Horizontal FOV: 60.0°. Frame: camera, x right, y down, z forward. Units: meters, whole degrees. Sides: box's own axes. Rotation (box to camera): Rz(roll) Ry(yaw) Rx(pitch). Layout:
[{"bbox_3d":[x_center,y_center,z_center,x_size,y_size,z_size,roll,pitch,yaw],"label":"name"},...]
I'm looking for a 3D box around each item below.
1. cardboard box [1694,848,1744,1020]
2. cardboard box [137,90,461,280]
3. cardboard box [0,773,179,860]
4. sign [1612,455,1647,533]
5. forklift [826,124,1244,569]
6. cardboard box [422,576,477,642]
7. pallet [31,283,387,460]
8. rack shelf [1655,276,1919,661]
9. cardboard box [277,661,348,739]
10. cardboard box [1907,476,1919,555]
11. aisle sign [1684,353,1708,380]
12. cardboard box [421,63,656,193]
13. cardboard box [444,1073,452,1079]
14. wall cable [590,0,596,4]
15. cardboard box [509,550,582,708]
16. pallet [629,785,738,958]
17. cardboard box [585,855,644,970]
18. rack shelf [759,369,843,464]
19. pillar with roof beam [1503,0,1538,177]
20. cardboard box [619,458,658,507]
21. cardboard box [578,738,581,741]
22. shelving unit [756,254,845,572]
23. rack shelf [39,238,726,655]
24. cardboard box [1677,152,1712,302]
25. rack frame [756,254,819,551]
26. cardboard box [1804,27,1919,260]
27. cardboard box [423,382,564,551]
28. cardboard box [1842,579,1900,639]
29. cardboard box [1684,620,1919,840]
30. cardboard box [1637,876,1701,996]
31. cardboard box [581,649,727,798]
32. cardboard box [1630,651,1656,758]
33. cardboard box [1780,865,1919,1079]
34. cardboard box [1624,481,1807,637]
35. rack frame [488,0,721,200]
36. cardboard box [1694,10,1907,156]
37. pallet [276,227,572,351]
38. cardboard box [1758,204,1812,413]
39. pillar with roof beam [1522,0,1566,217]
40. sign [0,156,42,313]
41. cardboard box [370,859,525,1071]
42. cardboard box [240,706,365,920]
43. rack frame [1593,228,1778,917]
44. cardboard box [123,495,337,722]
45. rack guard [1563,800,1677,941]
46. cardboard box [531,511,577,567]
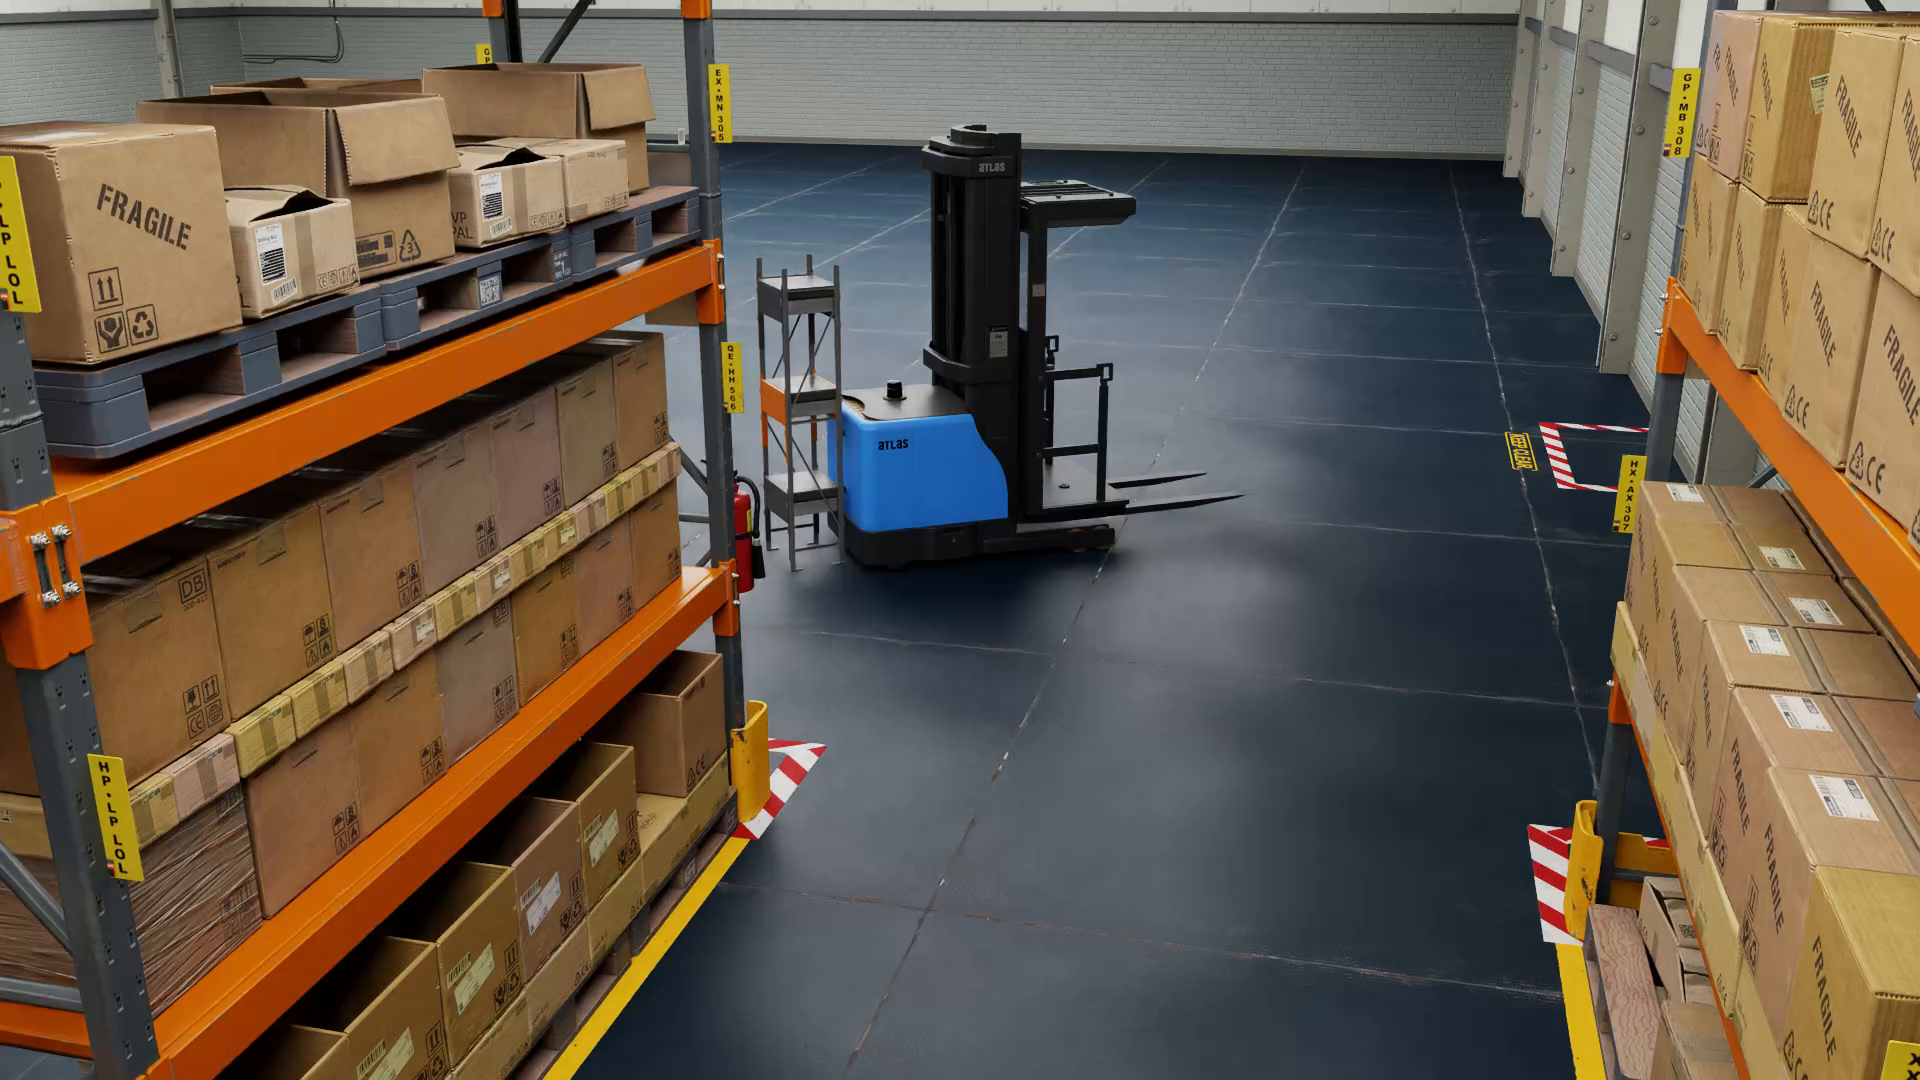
[{"bbox_3d":[2.330,1.096,4.540,0.500,0.250,0.500,5,19,13],"label":"cardboard box"},{"bbox_3d":[-2.009,-1.108,5.126,0.797,0.503,0.637,7,20,19],"label":"cardboard box"},{"bbox_3d":[-2.280,0.708,4.316,0.380,0.149,0.250,5,19,13],"label":"cardboard box"},{"bbox_3d":[2.722,-0.185,6.750,0.100,0.325,0.005,5,19,13],"label":"sign"},{"bbox_3d":[0.595,-1.454,11.910,3.031,2.935,1.130,-6,20,-18],"label":"forklift"},{"bbox_3d":[-1.905,0.222,5.739,0.380,0.149,0.250,4,19,13],"label":"cardboard box"},{"bbox_3d":[-2.350,-0.516,4.554,1.003,0.211,1.213,5,19,13],"label":"pallet"},{"bbox_3d":[2.759,-0.185,4.560,1.077,0.370,4.000,5,19,13],"label":"rack shelf"},{"bbox_3d":[-2.095,0.466,5.025,0.380,0.149,0.250,4,19,13],"label":"cardboard box"},{"bbox_3d":[2.155,-0.134,3.112,0.500,0.500,0.500,5,20,15],"label":"cardboard box"},{"bbox_3d":[2.975,-1.009,6.479,0.394,0.787,0.004,5,19,13],"label":"aisle sign"},{"bbox_3d":[-1.701,-1.676,6.788,0.797,0.503,0.637,6,20,17],"label":"cardboard box"},{"bbox_3d":[-1.999,1.956,5.425,0.500,0.250,0.500,5,19,13],"label":"cardboard box"},{"bbox_3d":[-8.096,-15.848,39.403,2.305,6.003,0.169,5,19,13],"label":"wall cable"},{"bbox_3d":[-1.933,0.295,6.527,0.700,0.500,0.500,5,19,14],"label":"cardboard box"},{"bbox_3d":[-1.703,1.440,7.645,1.003,0.211,1.213,5,19,13],"label":"pallet"},{"bbox_3d":[-1.632,1.486,6.801,0.500,0.250,0.500,5,19,13],"label":"cardboard box"},{"bbox_3d":[-1.098,-0.862,11.501,0.431,0.518,0.480,-9,21,-25],"label":"rack shelf"},{"bbox_3d":[7.071,-12.027,33.477,9.100,9.000,0.400,5,19,13],"label":"pillar with roof beam"},{"bbox_3d":[-1.528,-0.260,7.150,0.380,0.149,0.250,5,20,15],"label":"cardboard box"},{"bbox_3d":[-1.903,1.130,7.842,0.500,0.250,0.500,5,19,13],"label":"cardboard box"},{"bbox_3d":[-1.098,-0.875,11.496,0.431,2.100,0.503,-9,21,-25],"label":"shelving unit"},{"bbox_3d":[-2.045,-0.575,5.702,1.077,0.370,4.000,5,19,13],"label":"rack shelf"},{"bbox_3d":[2.924,-1.124,6.011,0.500,0.500,0.500,5,20,15],"label":"cardboard box"},{"bbox_3d":[-1.207,-0.945,11.703,0.400,2.100,0.015,-9,21,-25],"label":"rack frame"},{"bbox_3d":[2.371,-0.944,3.937,0.500,0.500,0.500,4,19,11],"label":"cardboard box"},{"bbox_3d":[-1.941,-0.299,6.260,0.700,0.500,0.500,5,19,14],"label":"cardboard box"},{"bbox_3d":[3.084,0.458,5.247,0.500,0.500,0.500,4,19,12],"label":"cardboard box"},{"bbox_3d":[2.463,0.578,4.895,0.500,0.500,0.500,5,20,15],"label":"cardboard box"},{"bbox_3d":[2.992,1.541,6.514,0.500,0.311,0.500,2,19,7],"label":"cardboard box"},{"bbox_3d":[-1.399,0.816,7.601,0.500,0.500,0.500,5,19,13],"label":"cardboard box"},{"bbox_3d":[2.708,0.621,5.931,0.500,0.250,0.500,4,19,12],"label":"cardboard box"},{"bbox_3d":[2.086,1.055,3.499,0.500,0.500,0.500,5,19,13],"label":"cardboard box"},{"bbox_3d":[2.840,0.100,6.295,0.500,0.500,0.500,5,19,13],"label":"cardboard box"},{"bbox_3d":[-1.556,-2.962,6.936,1.000,3.000,0.127,5,19,13],"label":"rack frame"},{"bbox_3d":[2.918,-1.581,5.801,0.500,0.500,0.500,3,19,9],"label":"cardboard box"},{"bbox_3d":[-2.050,-0.897,5.670,1.003,0.211,1.213,5,19,13],"label":"pallet"},{"bbox_3d":[2.525,-0.626,4.552,0.500,0.500,0.500,6,20,17],"label":"cardboard box"},{"bbox_3d":[5.605,-10.146,27.971,9.100,9.000,0.400,5,19,13],"label":"pillar with roof beam"},{"bbox_3d":[-2.005,-0.642,3.500,0.100,0.325,0.005,5,19,13],"label":"sign"},{"bbox_3d":[-1.873,1.445,5.762,0.500,0.500,0.500,5,19,13],"label":"cardboard box"},{"bbox_3d":[-2.309,0.778,5.114,0.700,0.500,0.500,4,19,13],"label":"cardboard box"},{"bbox_3d":[3.248,0.267,6.764,1.000,3.000,0.127,5,19,13],"label":"rack frame"},{"bbox_3d":[-2.309,0.172,4.882,0.700,0.500,0.500,5,19,13],"label":"cardboard box"},{"bbox_3d":[3.229,1.474,7.098,1.175,0.500,0.348,5,19,13],"label":"rack guard"},{"bbox_3d":[-1.717,-0.019,6.444,0.380,0.149,0.250,5,20,15],"label":"cardboard box"}]
